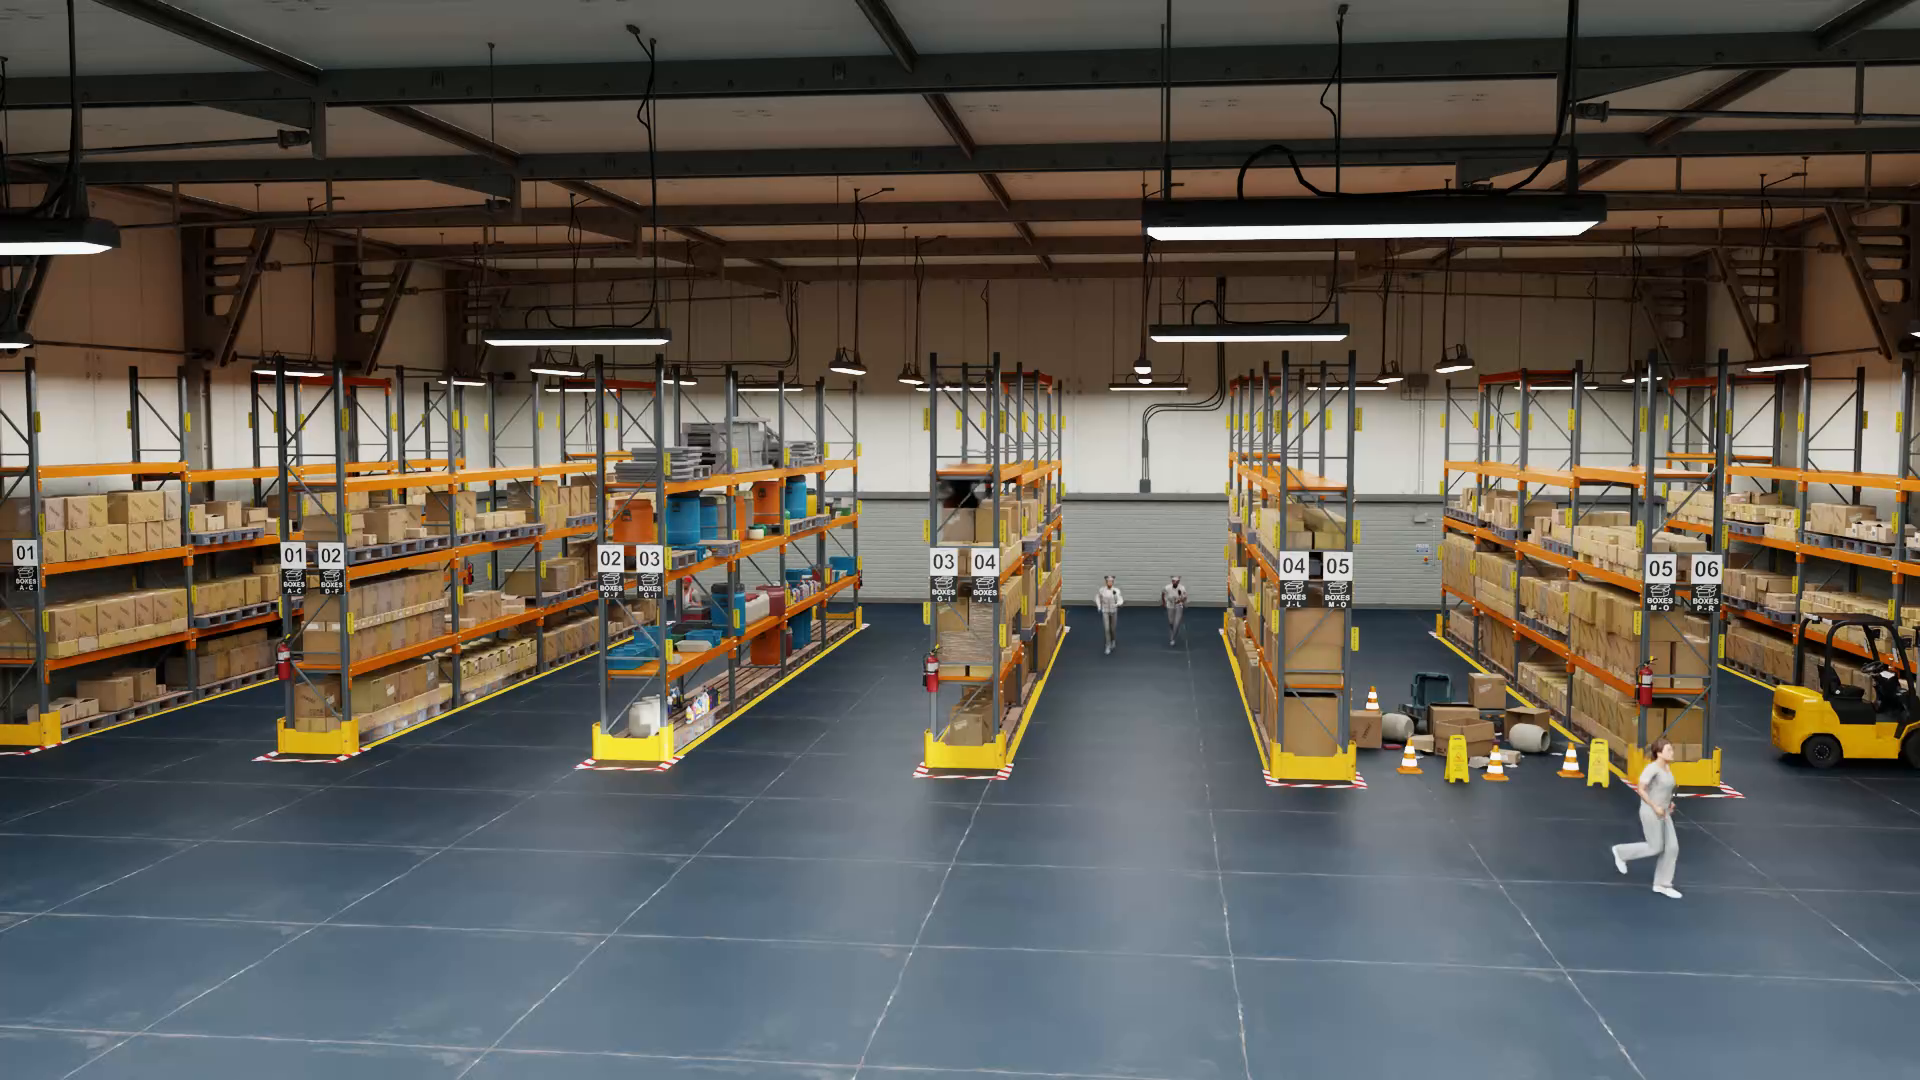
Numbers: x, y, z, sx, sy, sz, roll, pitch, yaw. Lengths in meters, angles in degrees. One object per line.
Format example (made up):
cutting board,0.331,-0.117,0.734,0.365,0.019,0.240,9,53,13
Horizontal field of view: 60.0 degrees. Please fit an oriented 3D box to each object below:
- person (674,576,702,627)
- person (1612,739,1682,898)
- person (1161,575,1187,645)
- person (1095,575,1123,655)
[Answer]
person,-5.742,1.647,34.968,0.639,1.787,0.761,0,4,3
person,7.404,2.935,17.808,0.589,1.649,0.779,-4,6,-43
person,4.814,1.569,37.362,0.561,1.617,0.669,0,4,4
person,3.250,1.597,36.224,0.617,1.707,0.783,0,4,6
